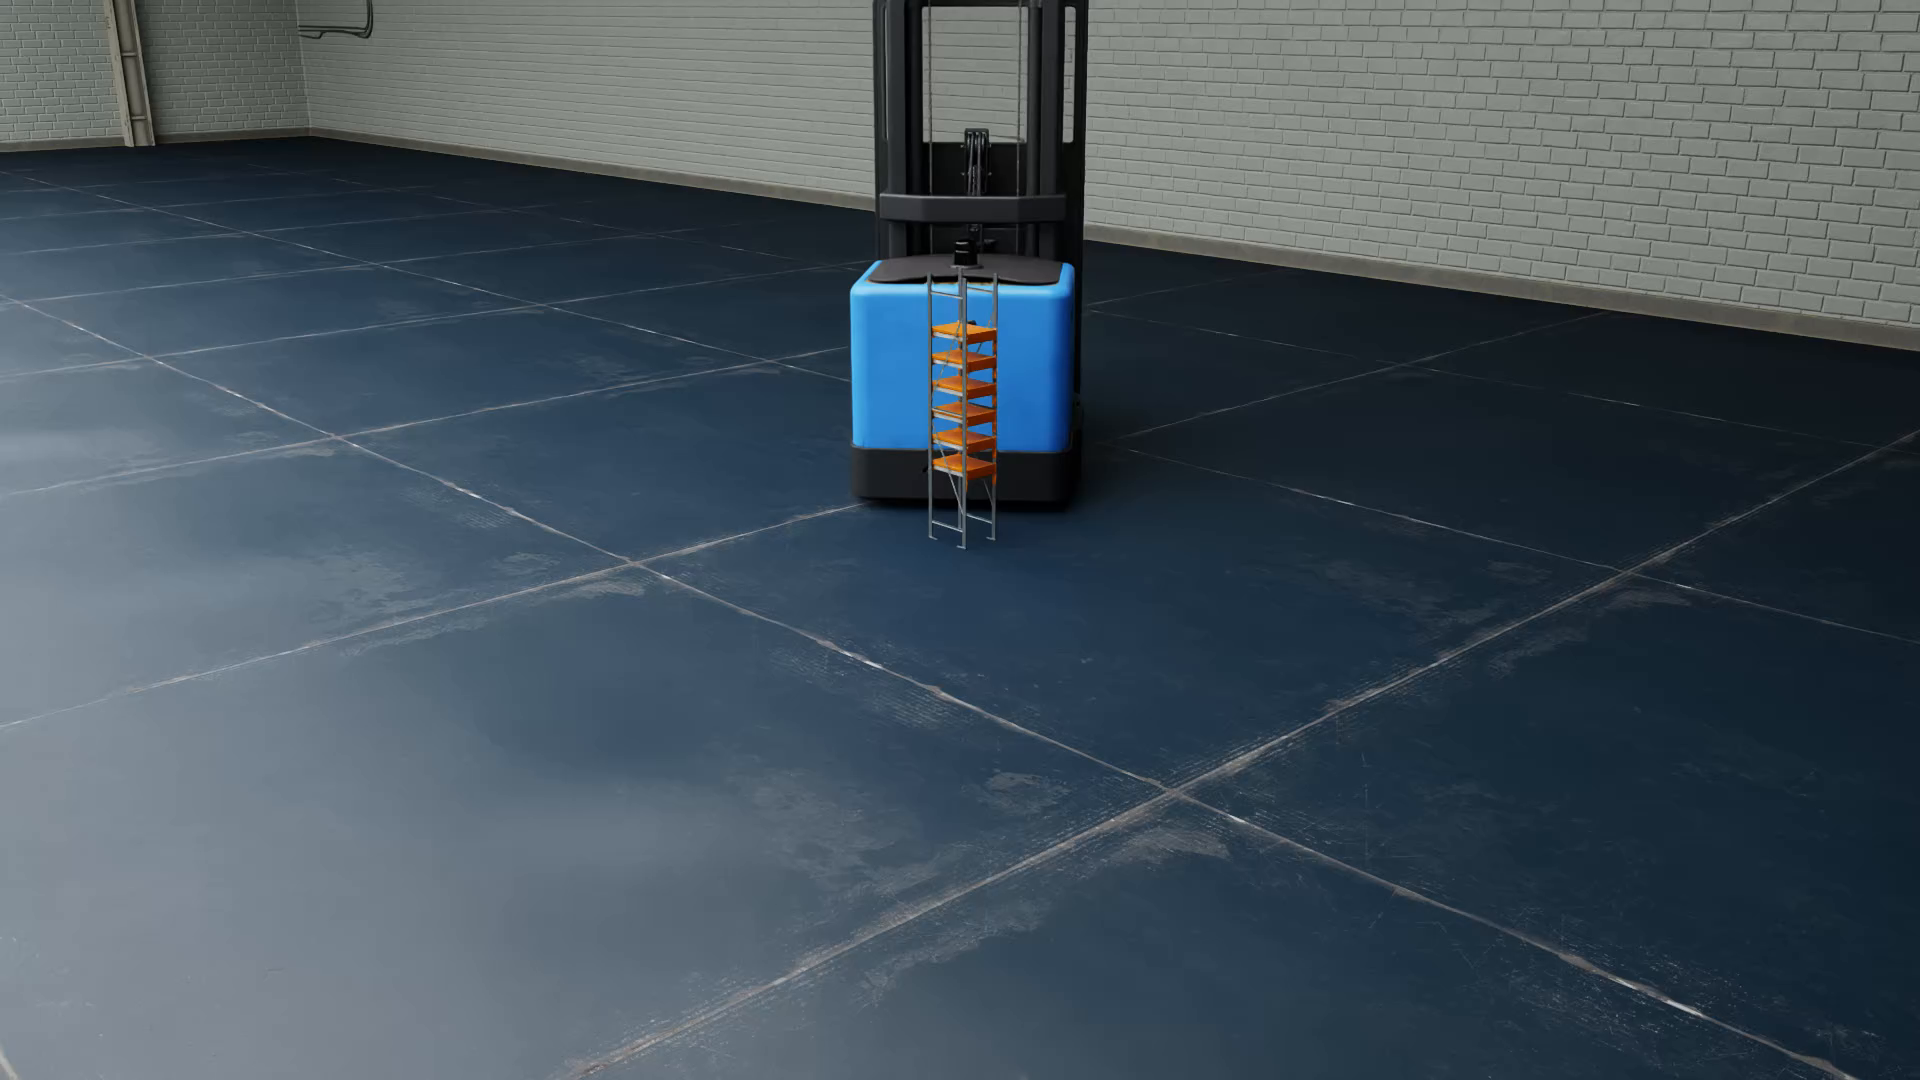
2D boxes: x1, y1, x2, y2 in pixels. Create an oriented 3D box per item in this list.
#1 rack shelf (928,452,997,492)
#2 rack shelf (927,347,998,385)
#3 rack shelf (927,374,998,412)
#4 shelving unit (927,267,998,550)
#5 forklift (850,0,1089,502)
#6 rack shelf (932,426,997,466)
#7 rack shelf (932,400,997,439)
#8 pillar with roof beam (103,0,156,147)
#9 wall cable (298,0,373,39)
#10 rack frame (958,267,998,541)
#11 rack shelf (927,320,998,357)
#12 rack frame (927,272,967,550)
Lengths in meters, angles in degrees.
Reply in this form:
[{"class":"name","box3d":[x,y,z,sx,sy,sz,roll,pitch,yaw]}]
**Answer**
[{"class":"rack shelf","box3d":[0.011,-0.303,7.397,0.180,0.103,0.258,-16,24,-41]},{"class":"rack shelf","box3d":[0.011,-0.760,7.249,0.180,0.103,0.258,-16,24,-41]},{"class":"rack shelf","box3d":[0.011,-0.646,7.286,0.180,0.103,0.258,-16,24,-41]},{"class":"shelving unit","box3d":[0.011,-0.574,7.309,0.189,1.200,0.258,-16,24,-41]},{"class":"forklift","box3d":[0.124,-1.981,8.842,1.130,2.935,3.031,2,18,5]},{"class":"rack shelf","box3d":[0.011,-0.417,7.360,0.180,0.103,0.258,-16,24,-41]},{"class":"rack shelf","box3d":[0.011,-0.532,7.323,0.180,0.103,0.258,-16,24,-41]},{"class":"pillar with roof beam","box3d":[-10.800,-9.937,23.542,0.400,9.000,9.100,-16,24,-41]},{"class":"wall cable","box3d":[-10.709,-9.752,28.008,0.112,2.526,3.097,-16,24,-41]},{"class":"rack frame","box3d":[0.077,-0.593,7.369,0.006,1.200,0.240,-16,24,-41]},{"class":"rack shelf","box3d":[0.011,-0.874,7.212,0.180,0.103,0.258,-16,24,-41]},{"class":"rack frame","box3d":[-0.056,-0.554,7.249,0.006,1.200,0.240,-16,24,-41]}]
